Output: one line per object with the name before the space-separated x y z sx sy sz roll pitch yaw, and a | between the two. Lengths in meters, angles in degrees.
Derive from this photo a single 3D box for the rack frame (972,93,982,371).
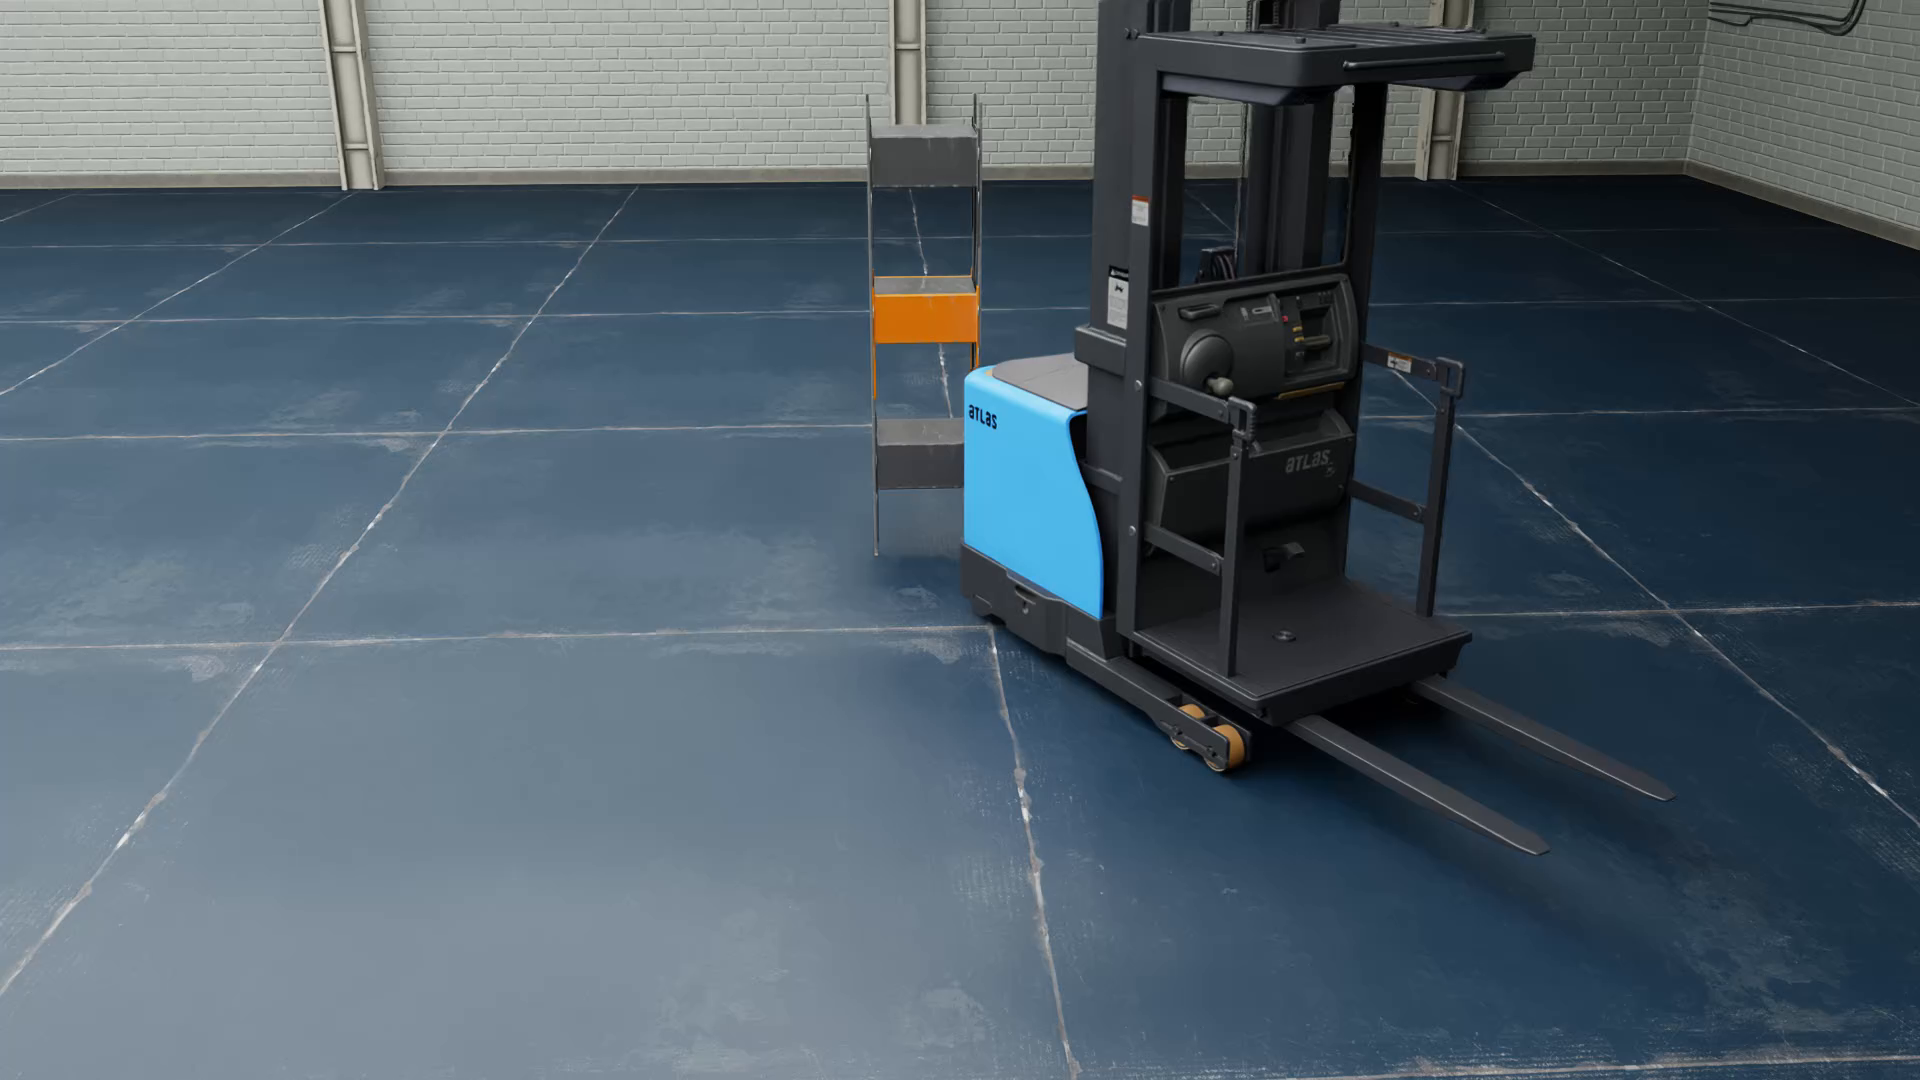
rack frame | 0.078 -0.983 7.752 0.015 2.100 0.400 -1 21 -3

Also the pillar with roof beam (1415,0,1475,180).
pillar with roof beam | 5.662 -6.803 13.343 0.400 9.000 9.100 -1 21 -3

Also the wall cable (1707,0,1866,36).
wall cable | 8.433 -6.471 16.835 0.112 2.526 3.097 -1 21 -3

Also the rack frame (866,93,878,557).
rack frame | -0.409 -0.973 7.726 0.015 2.100 0.400 -1 21 -3

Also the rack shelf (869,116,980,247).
rack shelf | -0.165 -1.619 7.494 0.480 0.518 0.431 -1 21 -3

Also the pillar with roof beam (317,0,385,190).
pillar with roof beam | -6.318 -6.559 12.702 0.400 9.000 9.100 -1 21 -3

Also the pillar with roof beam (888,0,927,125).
pillar with roof beam | -0.328 -6.681 13.023 0.400 9.000 9.100 -1 21 -3

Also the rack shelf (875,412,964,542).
rack shelf | -0.165 -0.311 7.992 0.480 0.518 0.431 -1 21 -3

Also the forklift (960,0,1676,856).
forklift | 1.212 -0.732 5.924 1.130 2.935 3.031 -13 24 -30

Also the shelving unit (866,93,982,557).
shelving unit | -0.165 -0.978 7.739 0.503 2.100 0.431 -1 21 -3

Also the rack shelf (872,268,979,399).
rack shelf | -0.165 -0.965 7.743 0.480 0.518 0.431 -1 21 -3
